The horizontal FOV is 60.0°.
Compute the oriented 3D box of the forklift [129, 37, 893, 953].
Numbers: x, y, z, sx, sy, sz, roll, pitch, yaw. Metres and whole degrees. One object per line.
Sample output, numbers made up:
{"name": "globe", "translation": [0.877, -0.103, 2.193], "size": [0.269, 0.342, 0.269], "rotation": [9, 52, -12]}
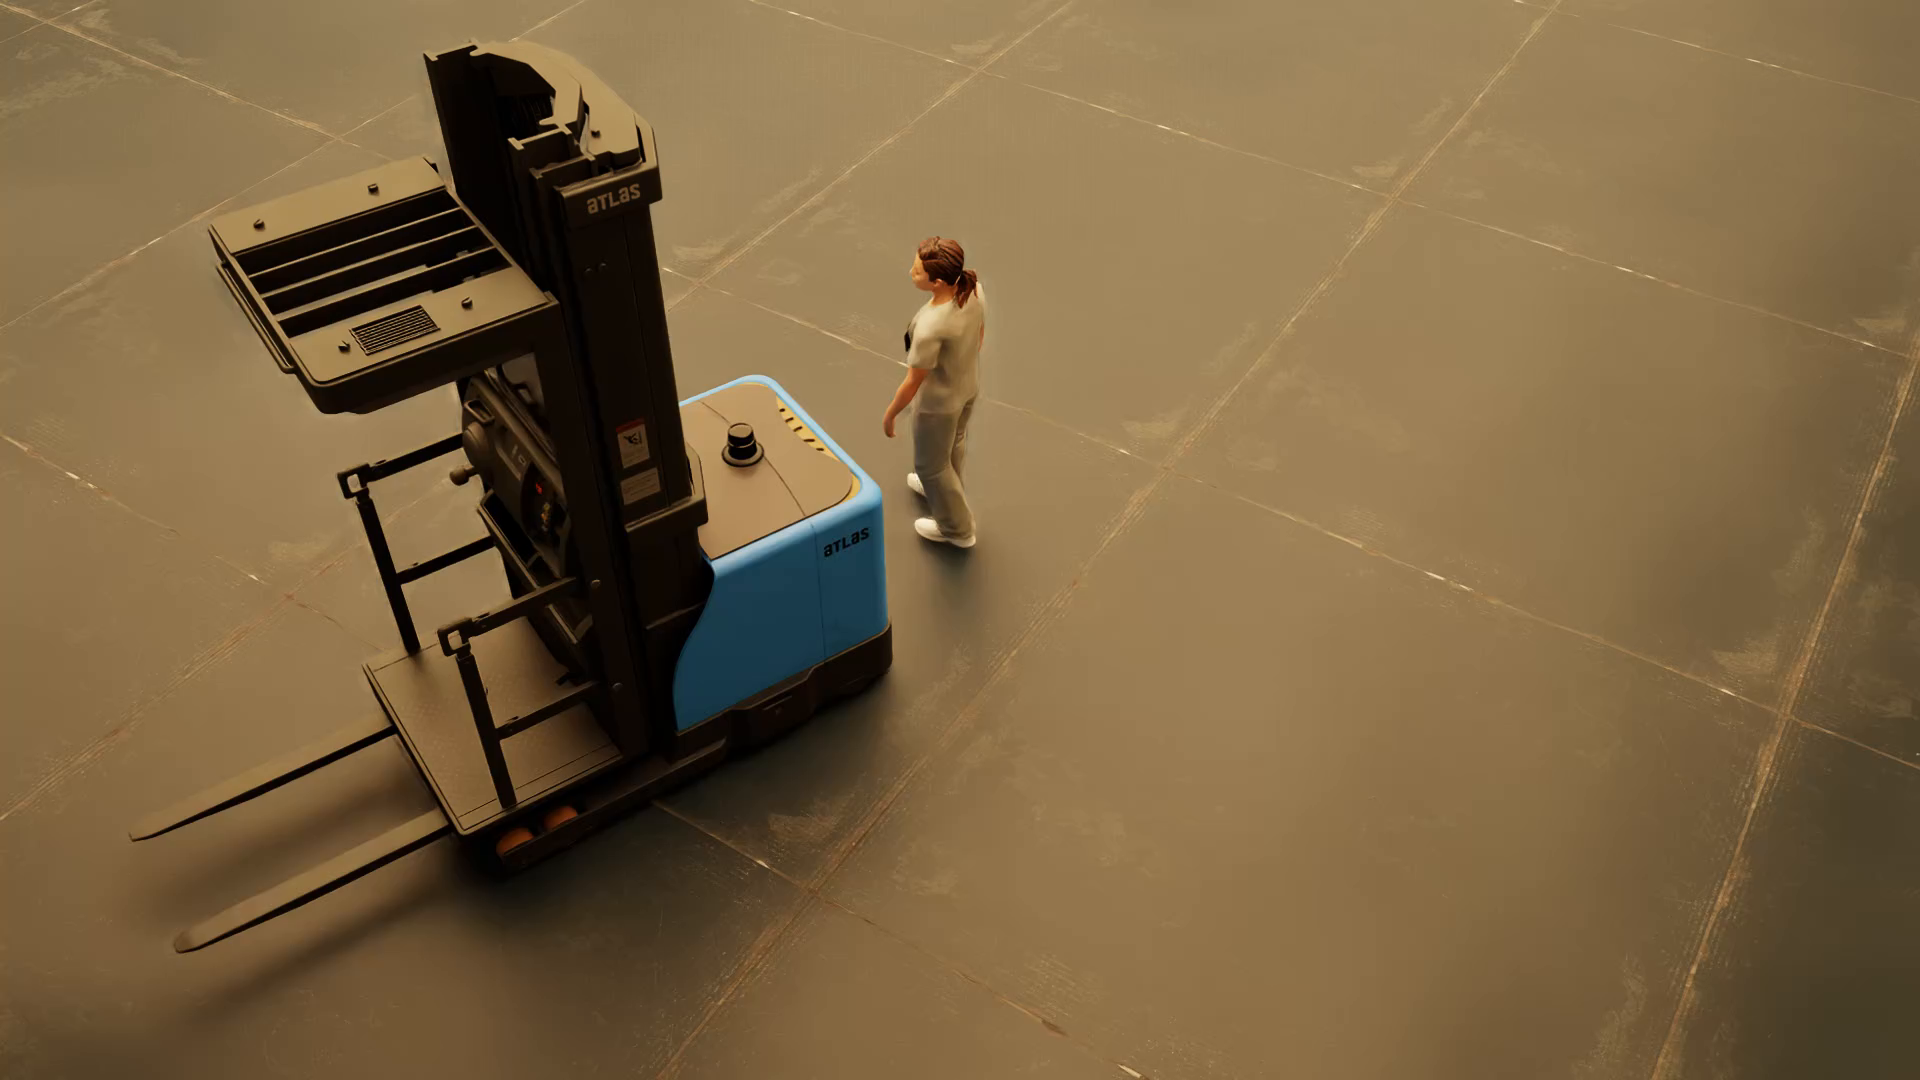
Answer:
{"name": "forklift", "translation": [-1.798, -0.176, 6.034], "size": [3.031, 2.935, 1.130], "rotation": [-25, 49, -24]}

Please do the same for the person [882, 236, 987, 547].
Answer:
{"name": "person", "translation": [-0.149, -0.661, 7.412], "size": [0.515, 1.662, 0.574], "rotation": [21, 47, 21]}
